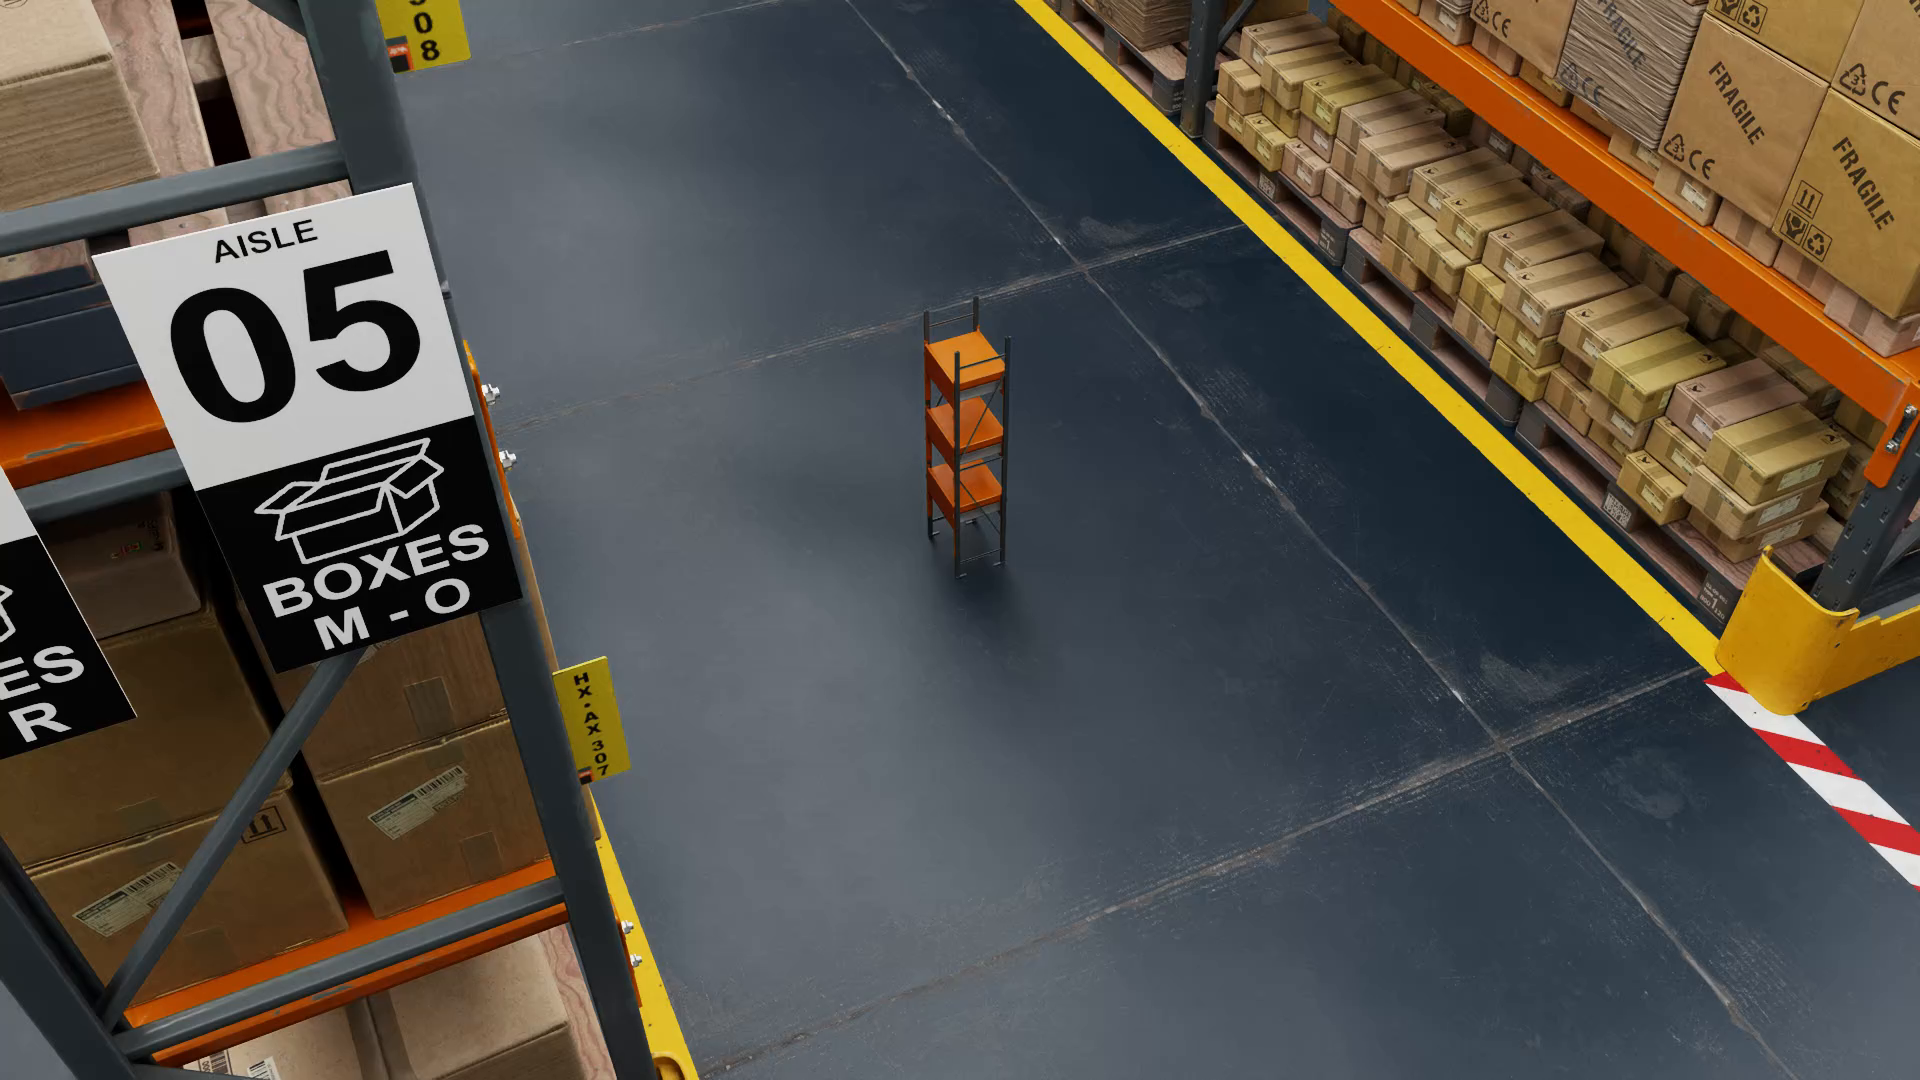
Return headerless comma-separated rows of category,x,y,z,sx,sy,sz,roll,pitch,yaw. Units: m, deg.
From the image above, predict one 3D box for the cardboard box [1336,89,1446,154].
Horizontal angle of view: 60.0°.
cardboard box,1.878,-1.805,7.251,0.380,0.149,0.250,-19,48,-18

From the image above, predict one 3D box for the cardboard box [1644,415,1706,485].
cardboard box,2.718,-0.364,6.003,0.380,0.149,0.250,-19,48,-18

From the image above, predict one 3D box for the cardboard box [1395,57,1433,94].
cardboard box,2.218,-2.127,7.577,0.380,0.149,0.250,-18,48,-18

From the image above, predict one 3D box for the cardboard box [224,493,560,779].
cardboard box,-1.132,0.055,3.275,0.500,0.500,0.500,-19,48,-18

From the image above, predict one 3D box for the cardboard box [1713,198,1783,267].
cardboard box,2.676,-1.049,5.356,0.380,0.149,0.250,-18,48,-18

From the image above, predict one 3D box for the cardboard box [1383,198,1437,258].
cardboard box,2.017,-1.339,6.991,0.380,0.149,0.250,-18,48,-18

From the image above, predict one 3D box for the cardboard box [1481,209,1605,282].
cardboard box,2.304,-1.142,6.579,0.380,0.149,0.250,-20,48,-19

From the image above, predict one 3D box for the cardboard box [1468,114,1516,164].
cardboard box,2.454,-1.794,7.239,0.380,0.149,0.250,-20,48,-19

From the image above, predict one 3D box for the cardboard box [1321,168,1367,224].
cardboard box,1.855,-1.586,7.453,0.380,0.149,0.250,-19,48,-18

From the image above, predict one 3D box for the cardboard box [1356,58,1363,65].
cardboard box,1.999,-2.372,8.037,0.380,0.149,0.250,-17,47,-17

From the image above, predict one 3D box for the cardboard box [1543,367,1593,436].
cardboard box,2.500,-0.579,6.432,0.380,0.149,0.250,-18,47,-17

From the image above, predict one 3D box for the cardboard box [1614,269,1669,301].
cardboard box,2.818,-0.997,6.644,0.380,0.149,0.250,-20,48,-19

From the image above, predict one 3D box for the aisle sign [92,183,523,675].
aisle sign,-0.896,-0.128,2.393,0.394,0.787,0.004,-18,47,-17

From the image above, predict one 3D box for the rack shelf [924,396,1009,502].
rack shelf,0.022,-0.332,5.854,0.215,0.259,0.240,-18,47,-17

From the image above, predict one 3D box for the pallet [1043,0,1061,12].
pallet,0.732,-3.520,9.667,1.003,0.211,1.213,-18,47,-17

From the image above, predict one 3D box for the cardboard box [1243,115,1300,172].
cardboard box,1.551,-1.876,7.747,0.380,0.149,0.250,-17,47,-16

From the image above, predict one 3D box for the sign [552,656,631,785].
sign,-0.683,0.341,3.096,0.100,0.325,0.005,-18,47,-17

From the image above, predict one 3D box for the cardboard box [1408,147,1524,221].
cardboard box,2.100,-1.469,6.911,0.380,0.149,0.250,-20,48,-19

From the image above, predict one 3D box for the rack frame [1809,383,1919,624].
rack frame,3.260,-0.689,4.813,1.000,3.000,0.127,-18,47,-17

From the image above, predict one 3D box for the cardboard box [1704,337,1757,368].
cardboard box,3.025,-0.661,6.303,0.380,0.149,0.250,-17,47,-17

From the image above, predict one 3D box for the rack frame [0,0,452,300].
rack frame,-1.189,-1.298,1.159,1.000,3.000,0.127,-18,47,-17

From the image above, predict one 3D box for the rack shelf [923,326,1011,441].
rack shelf,0.022,-0.534,5.655,0.215,0.259,0.240,-18,47,-17

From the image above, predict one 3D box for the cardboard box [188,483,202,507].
cardboard box,-1.262,-0.239,3.112,0.380,0.149,0.250,-17,47,-16

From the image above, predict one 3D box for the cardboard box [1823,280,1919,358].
cardboard box,2.866,-0.724,5.027,0.380,0.149,0.250,-18,47,-17

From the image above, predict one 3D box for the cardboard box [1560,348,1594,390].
cardboard box,2.539,-0.714,6.357,0.380,0.149,0.250,-19,48,-18

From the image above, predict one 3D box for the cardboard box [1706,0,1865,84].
cardboard box,2.628,-1.728,4.870,0.500,0.500,0.500,-20,48,-19

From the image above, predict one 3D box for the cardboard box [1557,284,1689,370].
cardboard box,2.478,-0.787,6.219,0.380,0.149,0.250,-20,48,-19

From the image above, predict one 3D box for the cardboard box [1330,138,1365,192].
cardboard box,1.874,-1.701,7.357,0.380,0.149,0.250,-20,48,-19

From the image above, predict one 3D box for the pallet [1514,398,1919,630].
pallet,2.918,-0.273,6.377,1.003,0.211,1.213,-18,47,-17

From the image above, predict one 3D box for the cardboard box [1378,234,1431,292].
cardboard box,2.022,-1.231,7.093,0.380,0.149,0.250,-19,48,-18

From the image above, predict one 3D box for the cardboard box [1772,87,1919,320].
cardboard box,2.837,-1.041,4.886,0.500,0.500,0.500,-17,47,-17

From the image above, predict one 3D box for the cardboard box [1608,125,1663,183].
cardboard box,2.464,-1.381,5.693,0.380,0.149,0.250,-20,48,-19

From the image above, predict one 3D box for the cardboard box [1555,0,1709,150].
cardboard box,2.403,-1.691,5.545,0.500,0.500,0.500,-18,47,-17

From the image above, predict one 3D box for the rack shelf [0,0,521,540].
rack shelf,-2.030,-1.249,3.757,1.077,0.370,4.000,-18,47,-17

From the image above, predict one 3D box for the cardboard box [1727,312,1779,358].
cardboard box,3.133,-0.808,6.241,0.380,0.149,0.250,-18,47,-18

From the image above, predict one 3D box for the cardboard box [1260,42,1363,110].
cardboard box,1.597,-2.111,7.561,0.380,0.149,0.250,-16,47,-15

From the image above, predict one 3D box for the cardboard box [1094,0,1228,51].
cardboard box,1.038,-2.895,8.529,0.500,0.500,0.500,-19,48,-18

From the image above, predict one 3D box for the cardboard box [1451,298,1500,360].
cardboard box,2.240,-0.903,6.760,0.380,0.149,0.250,-17,47,-17

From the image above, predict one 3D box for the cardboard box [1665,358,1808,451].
cardboard box,2.754,-0.475,5.903,0.380,0.149,0.250,-17,47,-17

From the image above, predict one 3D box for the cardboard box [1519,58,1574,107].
cardboard box,2.278,-1.735,6.052,0.380,0.149,0.250,-17,47,-17

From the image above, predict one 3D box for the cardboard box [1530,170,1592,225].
cardboard box,2.584,-1.435,6.876,0.380,0.149,0.250,-18,47,-17

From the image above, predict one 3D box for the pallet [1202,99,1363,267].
pallet,1.892,-1.828,7.952,1.003,0.211,1.213,-18,47,-17

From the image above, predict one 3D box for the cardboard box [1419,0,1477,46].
cardboard box,1.998,-2.047,6.368,0.380,0.149,0.250,-16,47,-16

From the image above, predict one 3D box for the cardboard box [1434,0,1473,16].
cardboard box,1.951,-2.345,6.208,0.500,0.500,0.500,-19,48,-18

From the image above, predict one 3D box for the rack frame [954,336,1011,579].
rack frame,0.074,-0.262,5.768,0.200,1.050,0.008,-18,47,-17

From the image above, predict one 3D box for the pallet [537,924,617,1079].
pallet,-1.596,1.343,4.739,1.003,0.211,1.213,-18,47,-17

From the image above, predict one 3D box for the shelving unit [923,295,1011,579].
shelving unit,0.022,-0.340,5.847,0.215,1.050,0.252,-18,47,-17

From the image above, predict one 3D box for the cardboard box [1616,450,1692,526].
cardboard box,2.649,-0.232,6.080,0.380,0.149,0.250,-17,47,-16

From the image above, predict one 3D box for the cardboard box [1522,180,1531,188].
cardboard box,2.488,-1.516,7.169,0.380,0.149,0.250,-20,48,-19

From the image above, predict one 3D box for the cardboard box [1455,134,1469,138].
cardboard box,2.269,-1.849,7.507,0.380,0.149,0.250,-18,47,-17

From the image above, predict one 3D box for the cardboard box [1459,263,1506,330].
cardboard box,2.238,-1.008,6.654,0.380,0.149,0.250,-16,47,-15

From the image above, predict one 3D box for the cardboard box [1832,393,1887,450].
cardboard box,3.348,-0.470,5.898,0.380,0.149,0.250,-20,48,-19

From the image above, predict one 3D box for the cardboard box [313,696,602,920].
cardboard box,-1.130,0.411,3.627,0.500,0.500,0.500,-18,48,-18

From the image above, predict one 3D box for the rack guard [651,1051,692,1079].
rack guard,-1.179,1.742,4.129,1.175,0.500,0.348,-18,47,-17

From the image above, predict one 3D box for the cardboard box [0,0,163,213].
cardboard box,-1.460,-0.623,2.346,0.500,0.250,0.500,-22,49,-21

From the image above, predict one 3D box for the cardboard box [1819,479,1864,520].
cardboard box,3.330,-0.252,6.101,0.380,0.149,0.250,-17,47,-17

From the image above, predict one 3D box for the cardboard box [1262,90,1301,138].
cardboard box,1.628,-2.019,7.679,0.380,0.149,0.250,-18,47,-17

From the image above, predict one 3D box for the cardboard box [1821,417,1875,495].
cardboard box,3.272,-0.340,5.977,0.380,0.149,0.250,-16,47,-16

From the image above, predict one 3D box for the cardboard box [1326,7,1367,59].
cardboard box,1.964,-2.435,7.889,0.380,0.149,0.250,-17,47,-16

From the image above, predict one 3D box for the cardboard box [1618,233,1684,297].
cardboard box,2.845,-1.122,6.558,0.380,0.149,0.250,-16,47,-16
